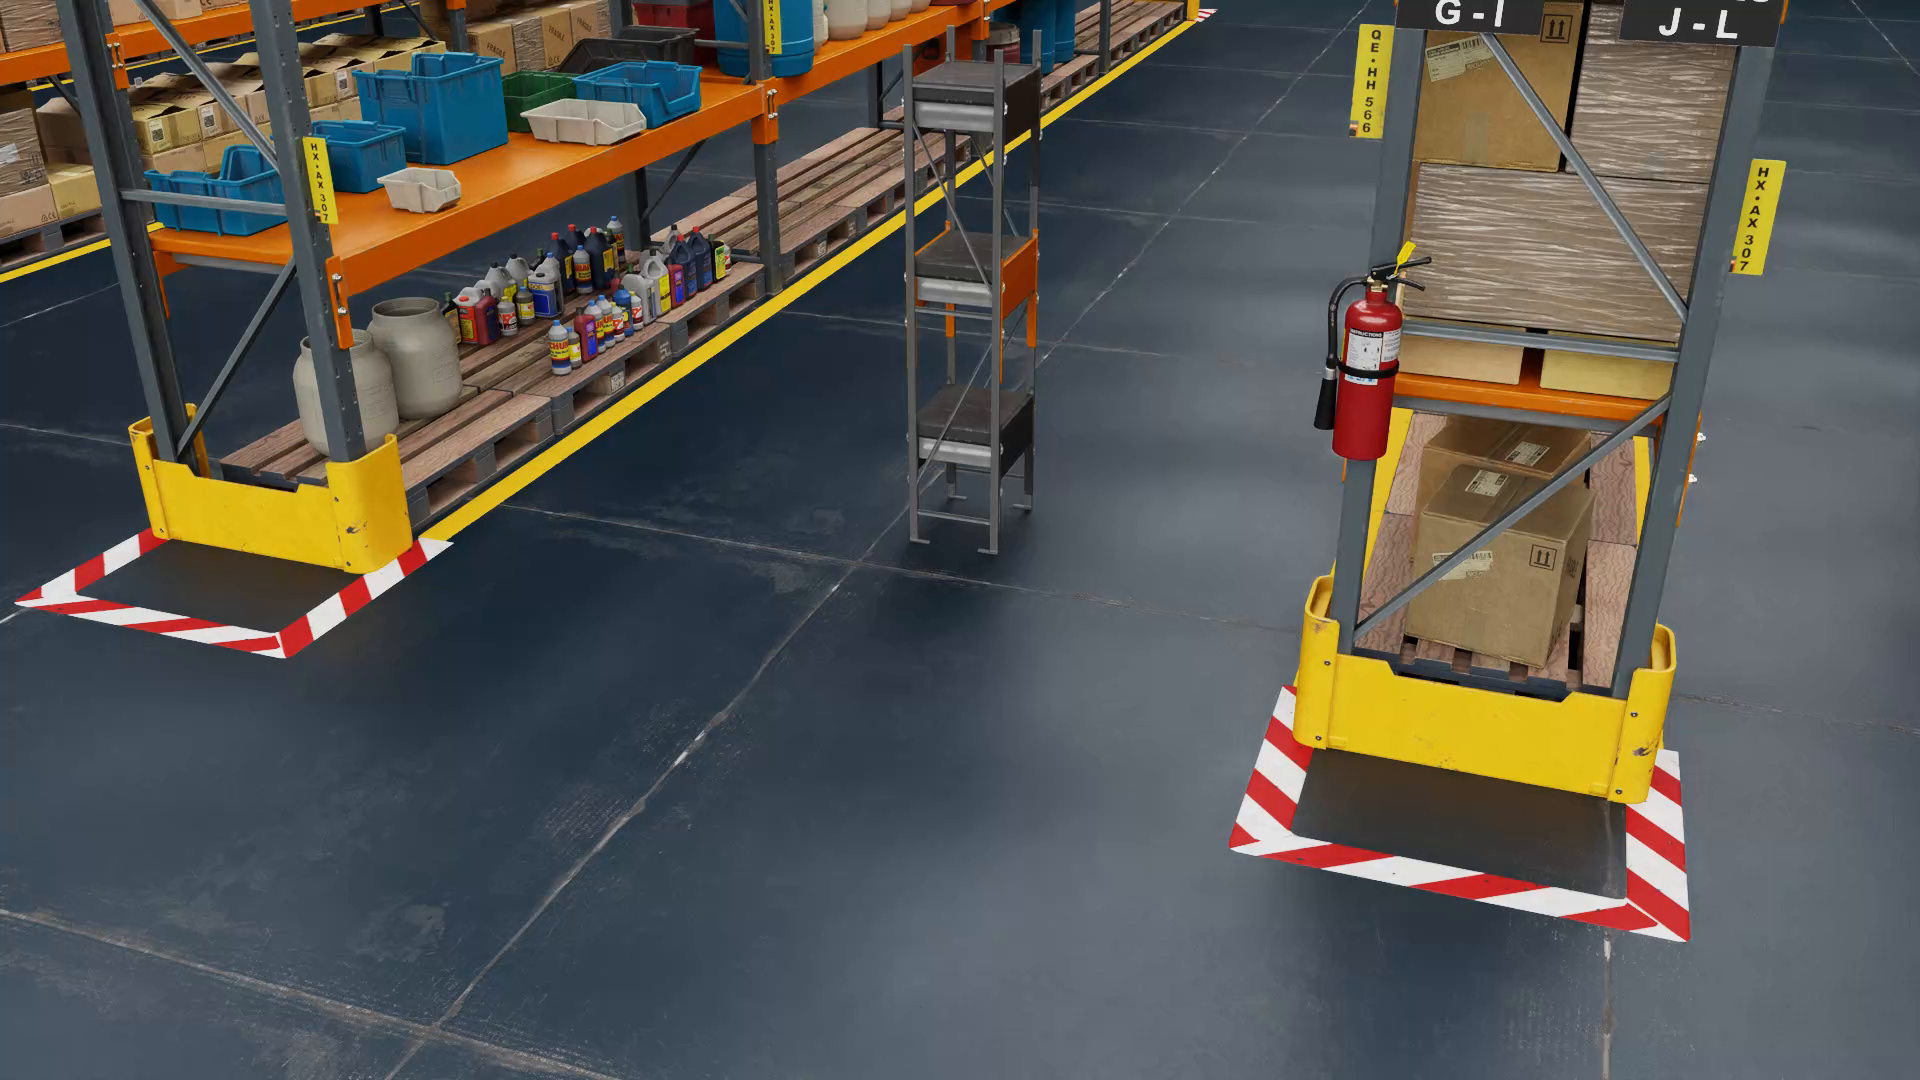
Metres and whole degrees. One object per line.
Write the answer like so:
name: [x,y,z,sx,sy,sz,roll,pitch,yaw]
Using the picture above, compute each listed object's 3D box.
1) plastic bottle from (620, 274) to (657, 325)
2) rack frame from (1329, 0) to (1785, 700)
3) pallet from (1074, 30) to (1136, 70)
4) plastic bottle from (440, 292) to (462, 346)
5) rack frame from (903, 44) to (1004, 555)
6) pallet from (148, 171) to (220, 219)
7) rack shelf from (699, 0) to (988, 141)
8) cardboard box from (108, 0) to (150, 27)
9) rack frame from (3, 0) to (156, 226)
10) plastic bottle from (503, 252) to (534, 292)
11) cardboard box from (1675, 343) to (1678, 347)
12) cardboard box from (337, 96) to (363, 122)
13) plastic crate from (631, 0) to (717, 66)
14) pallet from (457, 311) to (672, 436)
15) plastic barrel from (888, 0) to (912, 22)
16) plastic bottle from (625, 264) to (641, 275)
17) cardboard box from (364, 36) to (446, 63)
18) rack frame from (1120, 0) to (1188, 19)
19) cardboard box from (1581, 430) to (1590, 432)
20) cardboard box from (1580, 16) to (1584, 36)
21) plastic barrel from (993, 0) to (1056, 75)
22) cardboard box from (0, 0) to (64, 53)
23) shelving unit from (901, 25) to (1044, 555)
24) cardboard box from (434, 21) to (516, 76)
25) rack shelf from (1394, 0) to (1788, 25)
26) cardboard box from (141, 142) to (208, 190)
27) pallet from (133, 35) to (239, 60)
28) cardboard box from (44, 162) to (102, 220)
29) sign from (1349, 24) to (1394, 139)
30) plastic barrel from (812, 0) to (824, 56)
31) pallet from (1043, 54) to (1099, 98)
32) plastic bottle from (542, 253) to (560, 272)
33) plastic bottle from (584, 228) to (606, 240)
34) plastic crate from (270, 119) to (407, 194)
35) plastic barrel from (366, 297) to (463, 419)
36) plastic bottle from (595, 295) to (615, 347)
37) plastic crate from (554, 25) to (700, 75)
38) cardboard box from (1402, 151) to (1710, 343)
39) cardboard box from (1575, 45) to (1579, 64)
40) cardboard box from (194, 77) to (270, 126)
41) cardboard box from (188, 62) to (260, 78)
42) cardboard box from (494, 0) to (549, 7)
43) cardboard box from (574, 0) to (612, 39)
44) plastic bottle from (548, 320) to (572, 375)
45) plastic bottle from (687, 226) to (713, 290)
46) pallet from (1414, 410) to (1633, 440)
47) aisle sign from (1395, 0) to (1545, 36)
plastic bottle: [-1.780,-1.349,9.215,0.152,0.276,0.135,9,27,18]
rack frame: [1.731,-0.599,5.045,1.000,3.000,0.127,9,27,17]
pallet: [1.262,-5.301,17.957,1.003,0.211,1.213,9,27,17]
plastic bottle: [-2.720,-1.162,8.819,0.061,0.283,0.133,9,27,19]
rack frame: [-0.026,-0.913,6.726,0.400,2.100,0.015,9,27,17]
pallet: [-6.070,-2.734,12.655,1.003,0.211,1.213,9,27,17]
rack shelf: [-0.943,-3.459,11.778,1.077,0.370,4.000,9,27,17]
cardboard box: [-6.155,-3.822,11.874,0.500,0.250,0.500,11,28,21]
rack frame: [-6.278,-3.681,11.410,1.000,3.000,0.127,9,27,17]
plastic bottle: [-2.472,-1.443,9.323,0.144,0.351,0.185,9,27,17]
cardboard box: [2.152,-0.668,5.477,0.380,0.149,0.250,9,27,17]
cardboard box: [-5.230,-3.606,13.929,0.500,0.250,0.500,9,27,19]
plastic crate: [-1.736,-3.233,10.412,0.402,0.464,0.583,9,27,17]
pallet: [-2.275,-0.933,8.935,1.003,0.211,1.213,9,27,17]
plastic barrel: [-0.558,-4.028,12.000,0.421,0.512,0.421,0,26,0]
plastic bottle: [-1.827,-1.423,9.359,0.061,0.283,0.133,9,27,17]
cardboard box: [-4.889,-4.278,14.673,0.500,0.311,0.500,9,27,19]
rack frame: [2.385,-7.892,20.109,1.000,3.000,0.127,9,27,17]
cardboard box: [2.576,-0.645,7.527,0.500,0.500,0.500,6,27,13]
cardboard box: [2.840,-2.236,6.822,0.500,0.500,0.500,9,27,17]
plastic barrel: [0.621,-4.981,16.022,0.600,0.901,0.708,9,27,17]
cardboard box: [-6.420,-3.543,11.010,0.700,0.500,0.500,8,27,16]
shelving unit: [0.055,-1.013,6.933,0.431,2.100,0.503,9,27,17]
cardboard box: [-4.526,-4.543,15.555,0.500,0.500,0.500,10,28,20]
rack shelf: [2.397,-2.447,6.246,1.077,0.370,4.000,9,27,17]
cardboard box: [-5.910,-2.762,12.186,0.500,0.250,0.500,8,27,16]
pallet: [-8.878,-5.599,18.572,1.003,0.211,1.213,9,27,17]
cardboard box: [-6.226,-2.410,11.459,0.500,0.250,0.500,9,27,17]
sign: [1.215,-1.351,4.907,0.100,0.325,0.005,9,27,17]
plastic barrel: [-1.083,-3.384,10.640,0.433,0.535,0.433,0,26,0]
pallet: [0.758,-4.683,16.679,1.003,0.211,1.213,9,27,17]
plastic bottle: [-2.345,-1.516,9.565,0.097,0.271,0.097,0,26,0]
plastic bottle: [-2.209,-1.729,10.000,0.152,0.276,0.135,10,27,19]
plastic crate: [-2.833,-1.765,7.625,0.499,0.251,0.408,9,27,17]
plastic barrel: [-2.626,-0.874,7.986,0.421,0.512,0.421,0,26,0]
plastic bottle: [-1.895,-1.169,8.849,0.097,0.271,0.097,0,26,0]
plastic crate: [-1.902,-2.736,9.531,0.767,0.338,0.504,9,27,17]
cardboard box: [1.940,-1.000,5.417,0.875,0.500,0.500,9,27,17]
cardboard box: [2.583,-1.825,7.122,0.875,0.500,0.500,9,27,17]
cardboard box: [-5.563,-3.436,12.935,0.500,0.311,0.500,8,27,16]
cardboard box: [-5.907,-3.718,13.517,0.500,0.311,0.500,8,27,17]
cardboard box: [-4.516,-5.245,17.005,0.500,0.500,0.500,8,27,15]
cardboard box: [-3.850,-5.389,17.302,0.500,0.500,0.500,9,27,18]
plastic bottle: [-2.042,-0.987,8.473,0.097,0.271,0.097,0,26,0]
plastic bottle: [-1.551,-1.660,9.772,0.144,0.351,0.185,8,27,16]
pallet: [2.872,-0.707,8.467,1.003,0.211,1.213,9,27,17]
aisle sign: [1.428,-1.787,4.516,0.394,0.787,0.004,9,27,17]
